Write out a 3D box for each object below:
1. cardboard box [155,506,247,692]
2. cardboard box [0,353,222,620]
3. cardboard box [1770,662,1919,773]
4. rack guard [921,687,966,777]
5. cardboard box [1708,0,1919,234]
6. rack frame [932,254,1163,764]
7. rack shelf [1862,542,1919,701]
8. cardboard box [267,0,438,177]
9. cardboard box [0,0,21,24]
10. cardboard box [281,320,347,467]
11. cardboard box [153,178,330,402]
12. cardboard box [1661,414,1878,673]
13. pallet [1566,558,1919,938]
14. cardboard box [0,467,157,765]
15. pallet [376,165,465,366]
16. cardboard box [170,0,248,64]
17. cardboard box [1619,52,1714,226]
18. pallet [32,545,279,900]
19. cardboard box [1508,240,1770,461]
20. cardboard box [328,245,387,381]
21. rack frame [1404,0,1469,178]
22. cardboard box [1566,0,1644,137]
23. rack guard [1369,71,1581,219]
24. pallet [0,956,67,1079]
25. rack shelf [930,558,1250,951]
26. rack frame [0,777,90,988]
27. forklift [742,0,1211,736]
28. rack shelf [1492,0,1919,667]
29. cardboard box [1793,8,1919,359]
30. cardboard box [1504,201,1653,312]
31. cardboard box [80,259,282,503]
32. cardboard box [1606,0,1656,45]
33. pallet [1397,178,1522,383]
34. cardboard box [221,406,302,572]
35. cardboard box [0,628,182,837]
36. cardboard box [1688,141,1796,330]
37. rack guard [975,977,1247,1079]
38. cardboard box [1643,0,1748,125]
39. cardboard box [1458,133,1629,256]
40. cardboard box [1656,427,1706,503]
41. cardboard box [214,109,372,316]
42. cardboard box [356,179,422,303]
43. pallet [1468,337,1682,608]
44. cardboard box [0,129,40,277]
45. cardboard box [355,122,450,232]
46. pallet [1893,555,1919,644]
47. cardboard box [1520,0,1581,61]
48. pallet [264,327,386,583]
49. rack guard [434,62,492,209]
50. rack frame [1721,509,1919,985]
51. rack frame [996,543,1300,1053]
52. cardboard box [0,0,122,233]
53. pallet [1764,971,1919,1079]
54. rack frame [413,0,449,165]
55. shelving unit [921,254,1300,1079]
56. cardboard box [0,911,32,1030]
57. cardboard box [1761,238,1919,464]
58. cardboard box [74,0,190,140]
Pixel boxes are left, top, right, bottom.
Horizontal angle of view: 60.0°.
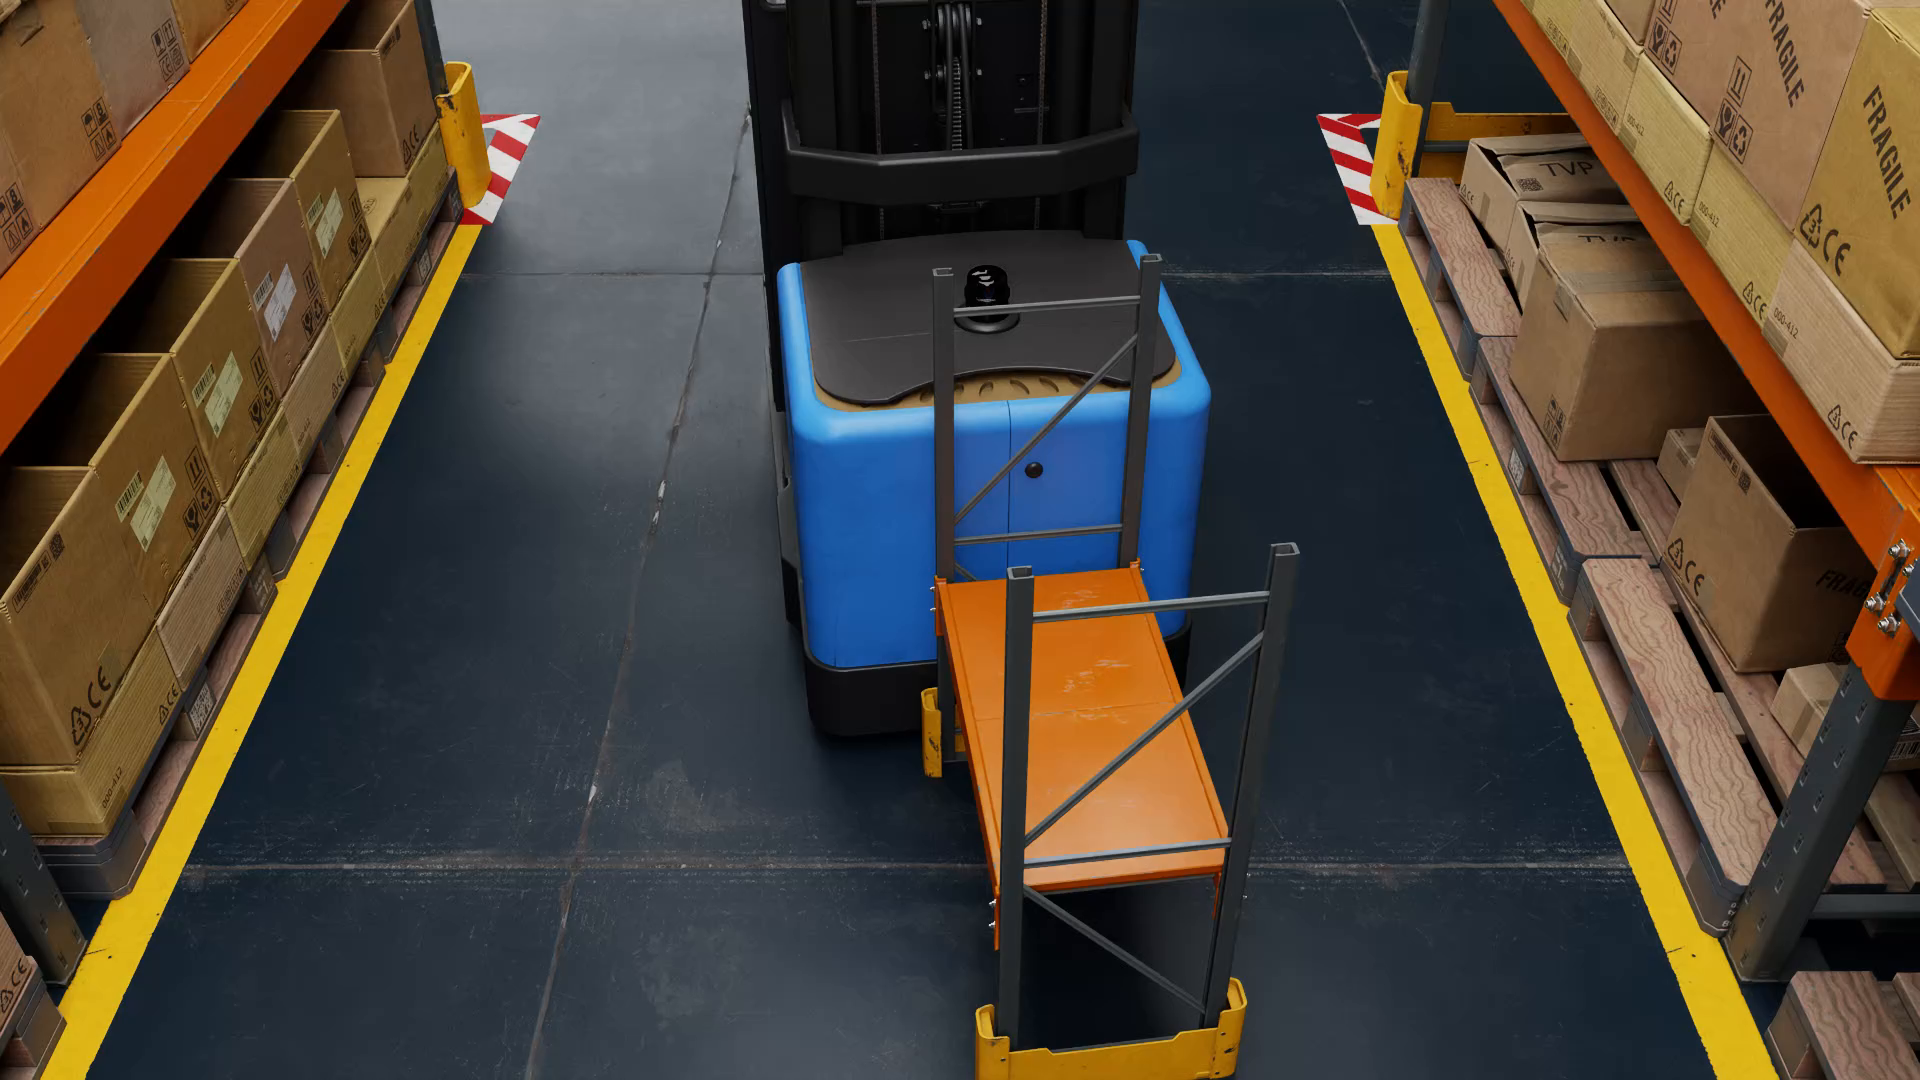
[{"bbox_3d":[-2.301,0.155,4.521,0.500,0.250,0.500,0,39,0],"label":"cardboard box"},{"bbox_3d":[-2.304,-0.138,4.287,0.500,0.500,0.500,0,39,0],"label":"cardboard box"},{"bbox_3d":[2.315,0.442,4.213,0.380,0.166,0.250,-5,39,-6],"label":"cardboard box"},{"bbox_3d":[0.193,0.490,4.439,0.587,0.250,0.087,-5,39,-6],"label":"rack guard"},{"bbox_3d":[2.030,-1.007,3.612,0.500,0.500,0.500,0,39,0],"label":"cardboard box"},{"bbox_3d":[0.190,-0.010,4.063,0.500,1.500,0.032,-5,39,-6],"label":"rack frame"},{"bbox_3d":[2.348,1.374,1.712,1.077,0.370,4.000,0,39,0],"label":"rack shelf"},{"bbox_3d":[-2.314,-1.701,6.237,0.500,0.500,0.500,0,39,0],"label":"cardboard box"},{"bbox_3d":[-2.417,-1.251,3.813,0.380,0.149,0.250,-1,39,-2],"label":"cardboard box"},{"bbox_3d":[-2.303,-0.470,5.301,0.500,0.250,0.500,0,39,0],"label":"cardboard box"},{"bbox_3d":[-2.299,-0.763,5.067,0.500,0.500,0.500,0,39,0],"label":"cardboard box"},{"bbox_3d":[2.305,-0.003,4.502,0.500,0.500,0.500,-3,39,-3],"label":"cardboard box"},{"bbox_3d":[2.310,0.511,4.444,1.003,0.211,1.213,0,39,0],"label":"pallet"},{"bbox_3d":[-2.295,0.175,3.896,0.500,0.500,0.500,0,39,0],"label":"cardboard box"},{"bbox_3d":[-2.570,-1.086,6.437,1.003,0.211,1.213,0,39,0],"label":"pallet"},{"bbox_3d":[-2.625,-1.761,4.969,0.700,0.500,0.500,0,39,0],"label":"cardboard box"},{"bbox_3d":[2.034,-1.029,4.239,0.500,0.250,0.500,0,39,0],"label":"cardboard box"},{"bbox_3d":[-2.567,0.439,4.533,1.003,0.211,1.213,0,39,0],"label":"pallet"},{"bbox_3d":[2.203,-0.607,5.256,0.700,0.500,0.500,-2,39,-3],"label":"cardboard box"},{"bbox_3d":[-2.302,-0.783,5.692,0.500,0.250,0.500,0,39,0],"label":"cardboard box"},{"bbox_3d":[2.341,-2.659,6.169,1.000,3.000,0.127,0,39,0],"label":"rack frame"},{"bbox_3d":[2.032,-1.343,4.631,0.500,0.250,0.500,0,39,0],"label":"cardboard box"},{"bbox_3d":[2.341,-1.636,6.891,1.175,0.500,0.348,0,39,0],"label":"rack guard"},{"bbox_3d":[-2.568,1.397,3.337,1.003,0.211,1.213,0,39,0],"label":"pallet"},{"bbox_3d":[0.259,0.445,3.782,0.538,0.185,1.000,-5,39,-6],"label":"rack shelf"},{"bbox_3d":[-2.608,-0.151,3.040,1.000,3.000,0.127,0,39,0],"label":"rack frame"},{"bbox_3d":[-0.087,-1.533,4.820,1.130,2.935,3.031,-5,39,-6],"label":"forklift"},{"bbox_3d":[2.343,-1.127,4.833,1.077,0.370,4.000,0,39,0],"label":"rack shelf"},{"bbox_3d":[2.036,-0.695,3.222,0.500,0.500,0.500,0,39,0],"label":"cardboard box"},{"bbox_3d":[2.253,-0.992,5.887,0.500,0.311,0.500,3,39,4],"label":"cardboard box"},{"bbox_3d":[-2.297,-0.450,4.677,0.500,0.500,0.500,0,39,0],"label":"cardboard box"},{"bbox_3d":[2.039,-1.647,4.411,0.500,0.500,0.500,1,39,1],"label":"cardboard box"},{"bbox_3d":[2.307,-1.015,6.348,1.003,0.211,1.213,0,39,0],"label":"pallet"},{"bbox_3d":[-2.296,-0.158,4.911,0.500,0.250,0.500,0,39,0],"label":"cardboard box"},{"bbox_3d":[-2.305,0.468,4.131,0.500,0.250,0.500,0,39,0],"label":"cardboard box"},{"bbox_3d":[2.050,-0.714,3.846,0.500,0.250,0.500,0,39,0],"label":"cardboard box"},{"bbox_3d":[0.328,1.107,3.669,0.587,0.250,0.087,-5,39,-6],"label":"rack guard"},{"bbox_3d":[2.040,-1.322,4.005,0.500,0.500,0.500,-1,39,-1],"label":"cardboard box"},{"bbox_3d":[2.252,-1.348,6.332,0.500,0.311,0.500,-4,39,-5],"label":"cardboard box"},{"bbox_3d":[2.364,-0.217,5.050,0.380,0.149,0.250,-3,39,-4],"label":"cardboard box"},{"bbox_3d":[-2.299,-1.076,5.457,0.500,0.500,0.500,0,39,0],"label":"cardboard box"},{"bbox_3d":[-2.304,-1.096,6.082,0.500,0.250,0.500,0,39,0],"label":"cardboard box"},{"bbox_3d":[2.305,-0.254,5.398,1.003,0.211,1.213,0,39,0],"label":"pallet"},{"bbox_3d":[-2.622,-0.798,3.767,0.700,0.500,0.500,0,39,-1],"label":"cardboard box"},{"bbox_3d":[-2.316,-1.409,6.472,0.500,0.250,0.500,0,39,0],"label":"cardboard box"},{"bbox_3d":[2.201,0.396,2.511,1.003,0.211,1.213,0,39,0],"label":"pallet"},{"bbox_3d":[2.034,-1.659,5.026,0.500,0.250,0.500,-1,39,-1],"label":"cardboard box"},{"bbox_3d":[-2.571,-0.325,5.487,1.003,0.211,1.213,0,39,0],"label":"pallet"},{"bbox_3d":[-2.613,-1.692,6.962,1.175,0.500,0.348,0,39,0],"label":"rack guard"},{"bbox_3d":[2.346,-0.157,3.048,1.000,3.000,0.127,0,39,0],"label":"rack frame"},{"bbox_3d":[0.328,0.620,3.277,0.500,1.500,0.032,-5,39,-6],"label":"rack frame"},{"bbox_3d":[-2.619,-1.111,4.158,0.700,0.500,0.500,1,39,1],"label":"cardboard box"},{"bbox_3d":[2.348,1.418,3.312,1.003,0.211,1.213,0,39,0],"label":"pallet"},{"bbox_3d":[-2.613,-2.653,6.162,1.000,3.000,0.127,0,39,0],"label":"rack frame"},{"bbox_3d":[0.260,0.311,3.663,0.587,1.500,1.083,-5,39,-6],"label":"shelving unit"},{"bbox_3d":[-2.318,1.017,3.445,0.500,0.250,0.500,0,39,0],"label":"cardboard box"},{"bbox_3d":[2.042,-0.403,3.458,0.500,0.250,0.500,0,39,0],"label":"cardboard box"},{"bbox_3d":[-2.620,-1.432,4.558,0.700,0.500,0.500,1,39,1],"label":"cardboard box"}]
